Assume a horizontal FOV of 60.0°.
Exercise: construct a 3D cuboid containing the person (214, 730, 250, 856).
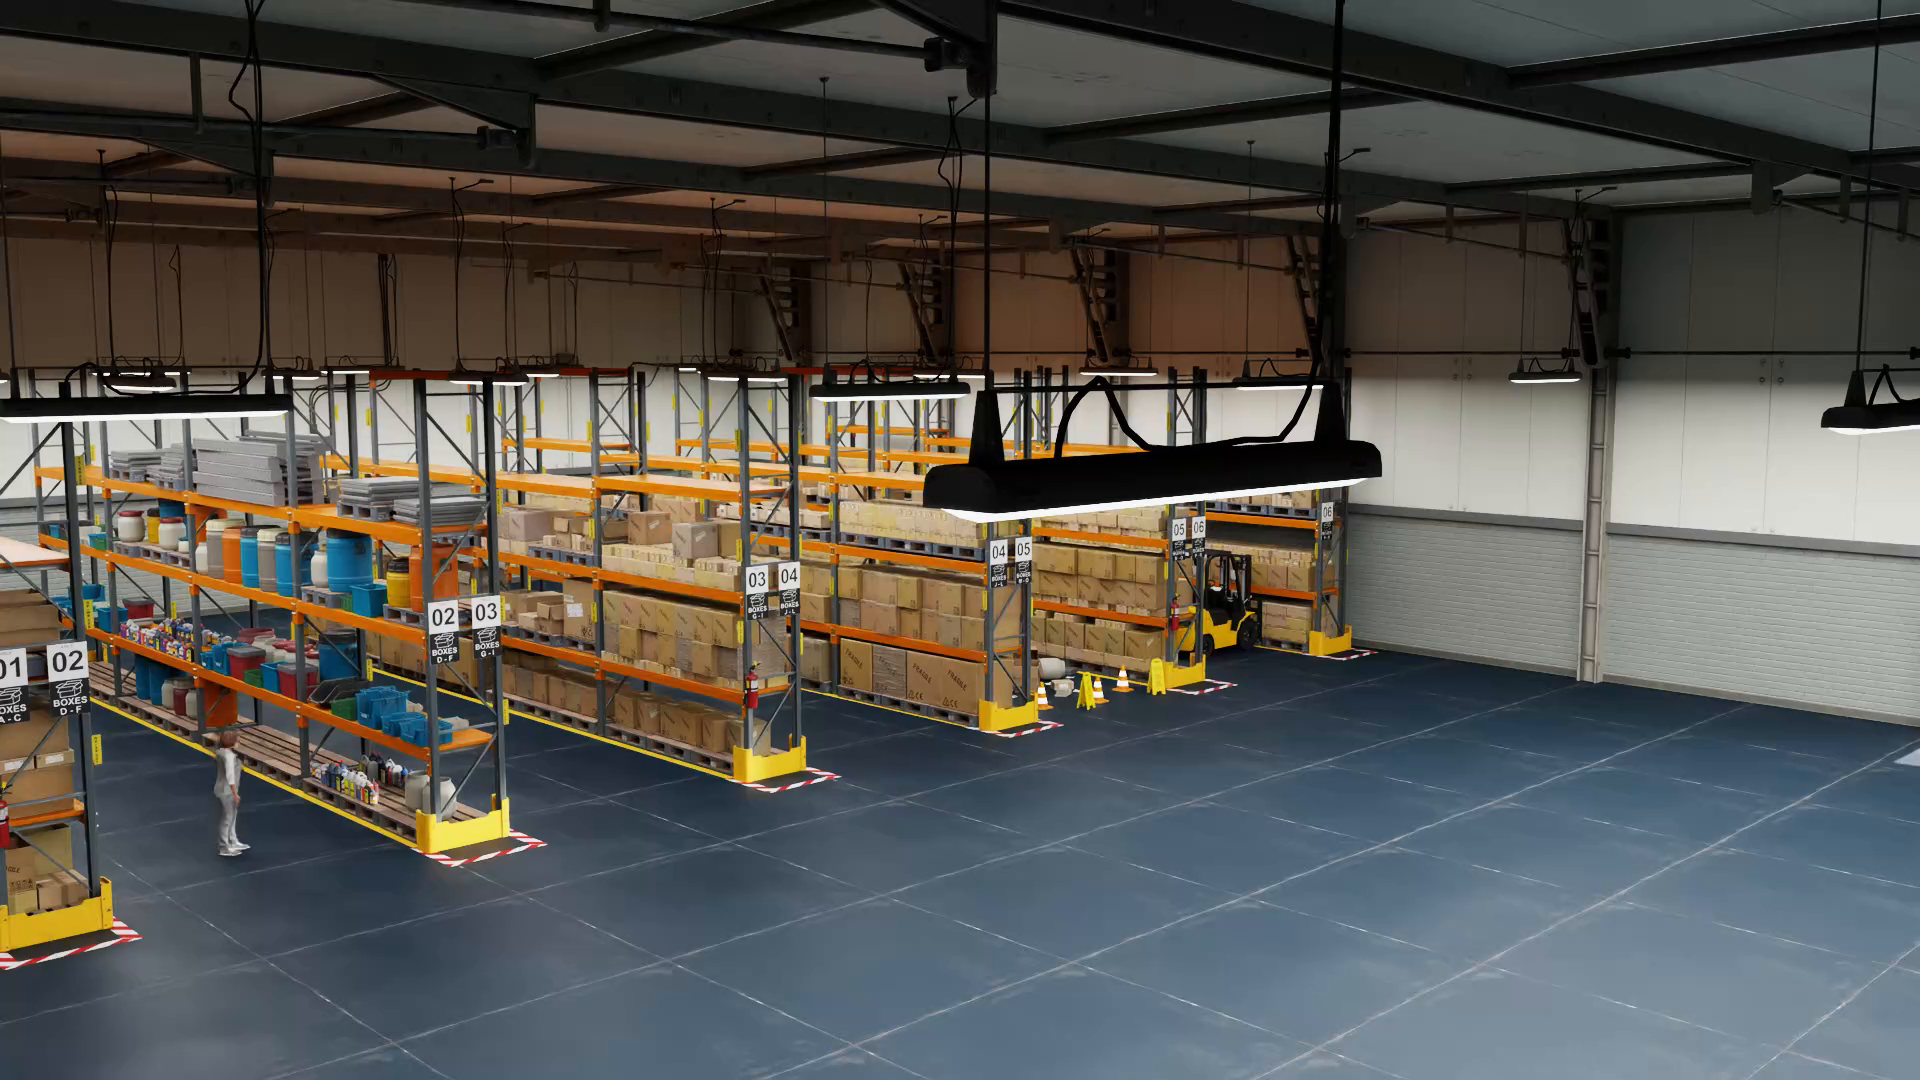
[{"bbox_3d":[-9.202,3.184,20.967,0.375,1.602,0.470,-2,7,-21],"label":"person"}]
